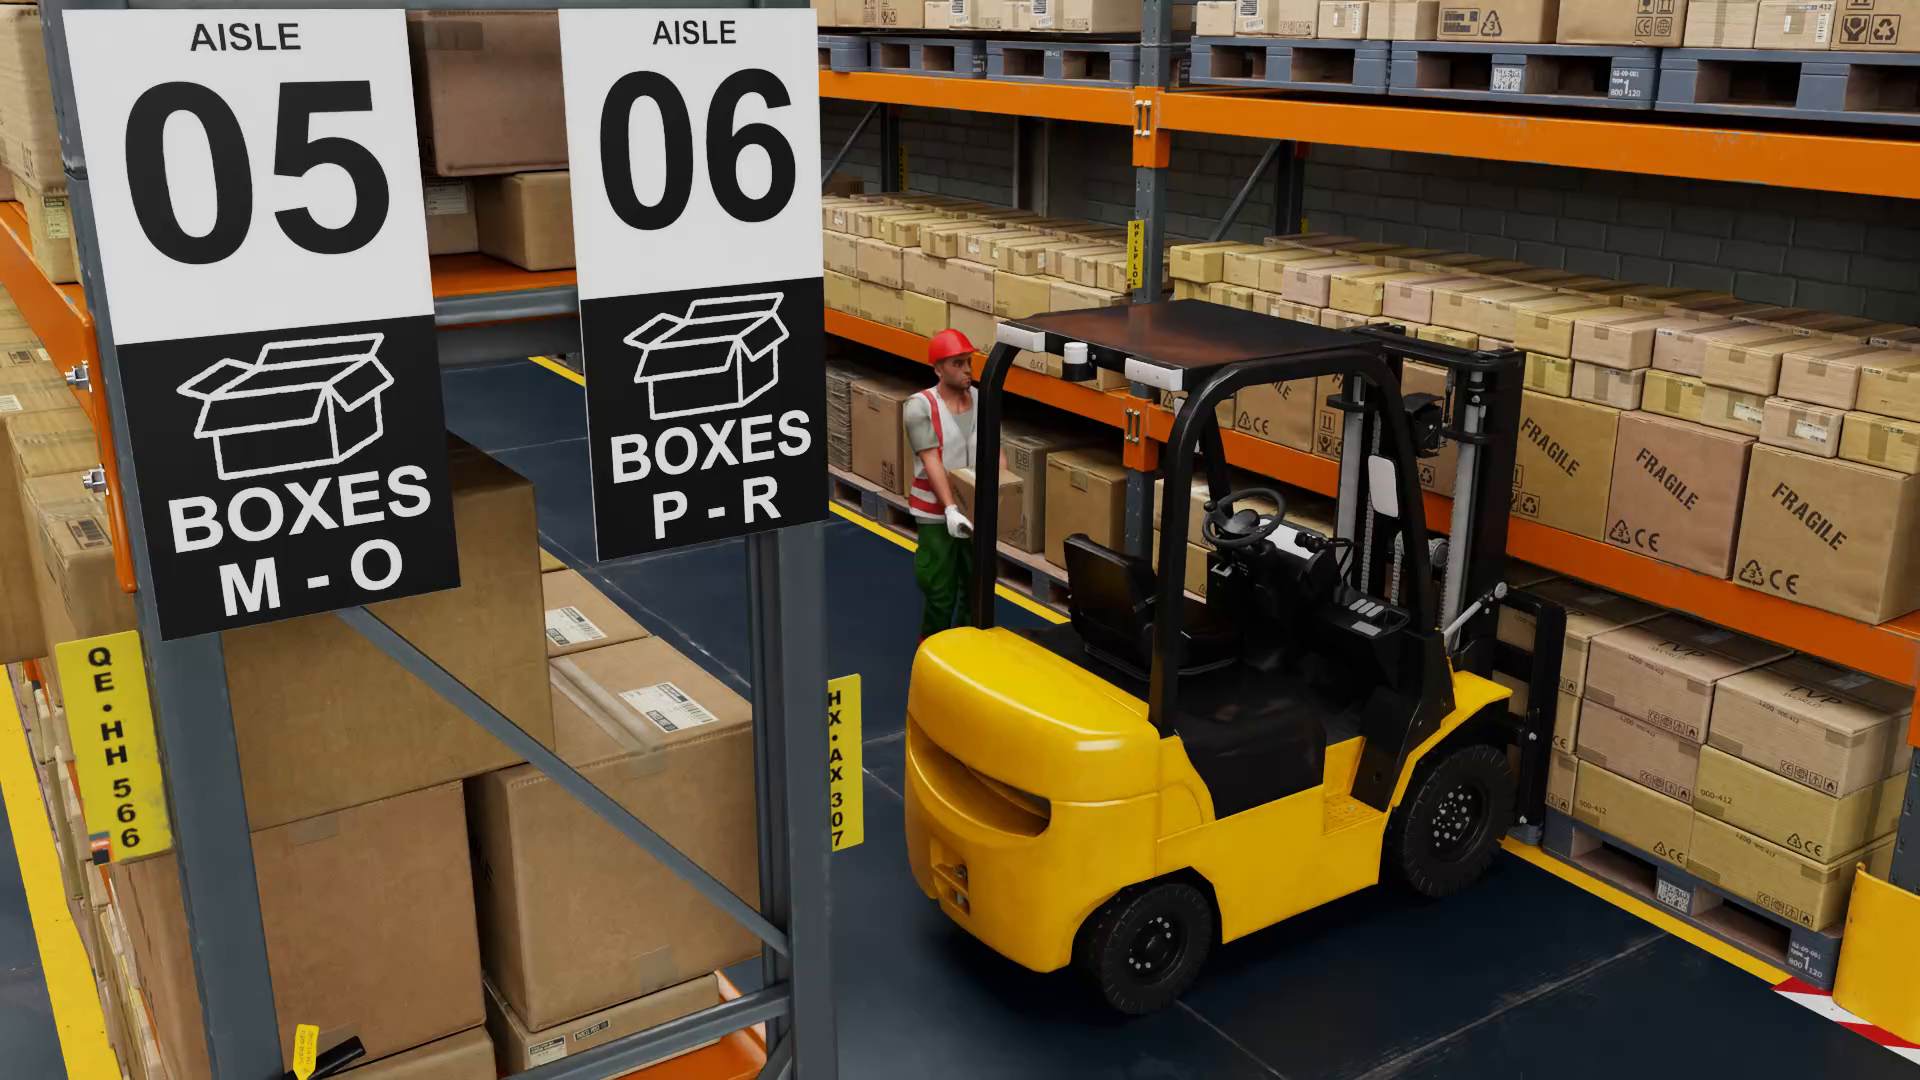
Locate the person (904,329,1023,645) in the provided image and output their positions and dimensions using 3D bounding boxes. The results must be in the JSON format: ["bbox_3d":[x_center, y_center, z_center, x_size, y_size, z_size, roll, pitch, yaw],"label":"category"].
[{"bbox_3d":[0.033,-0.074,7.749,0.495,1.785,0.561,-11,21,-31],"label":"person"}]
